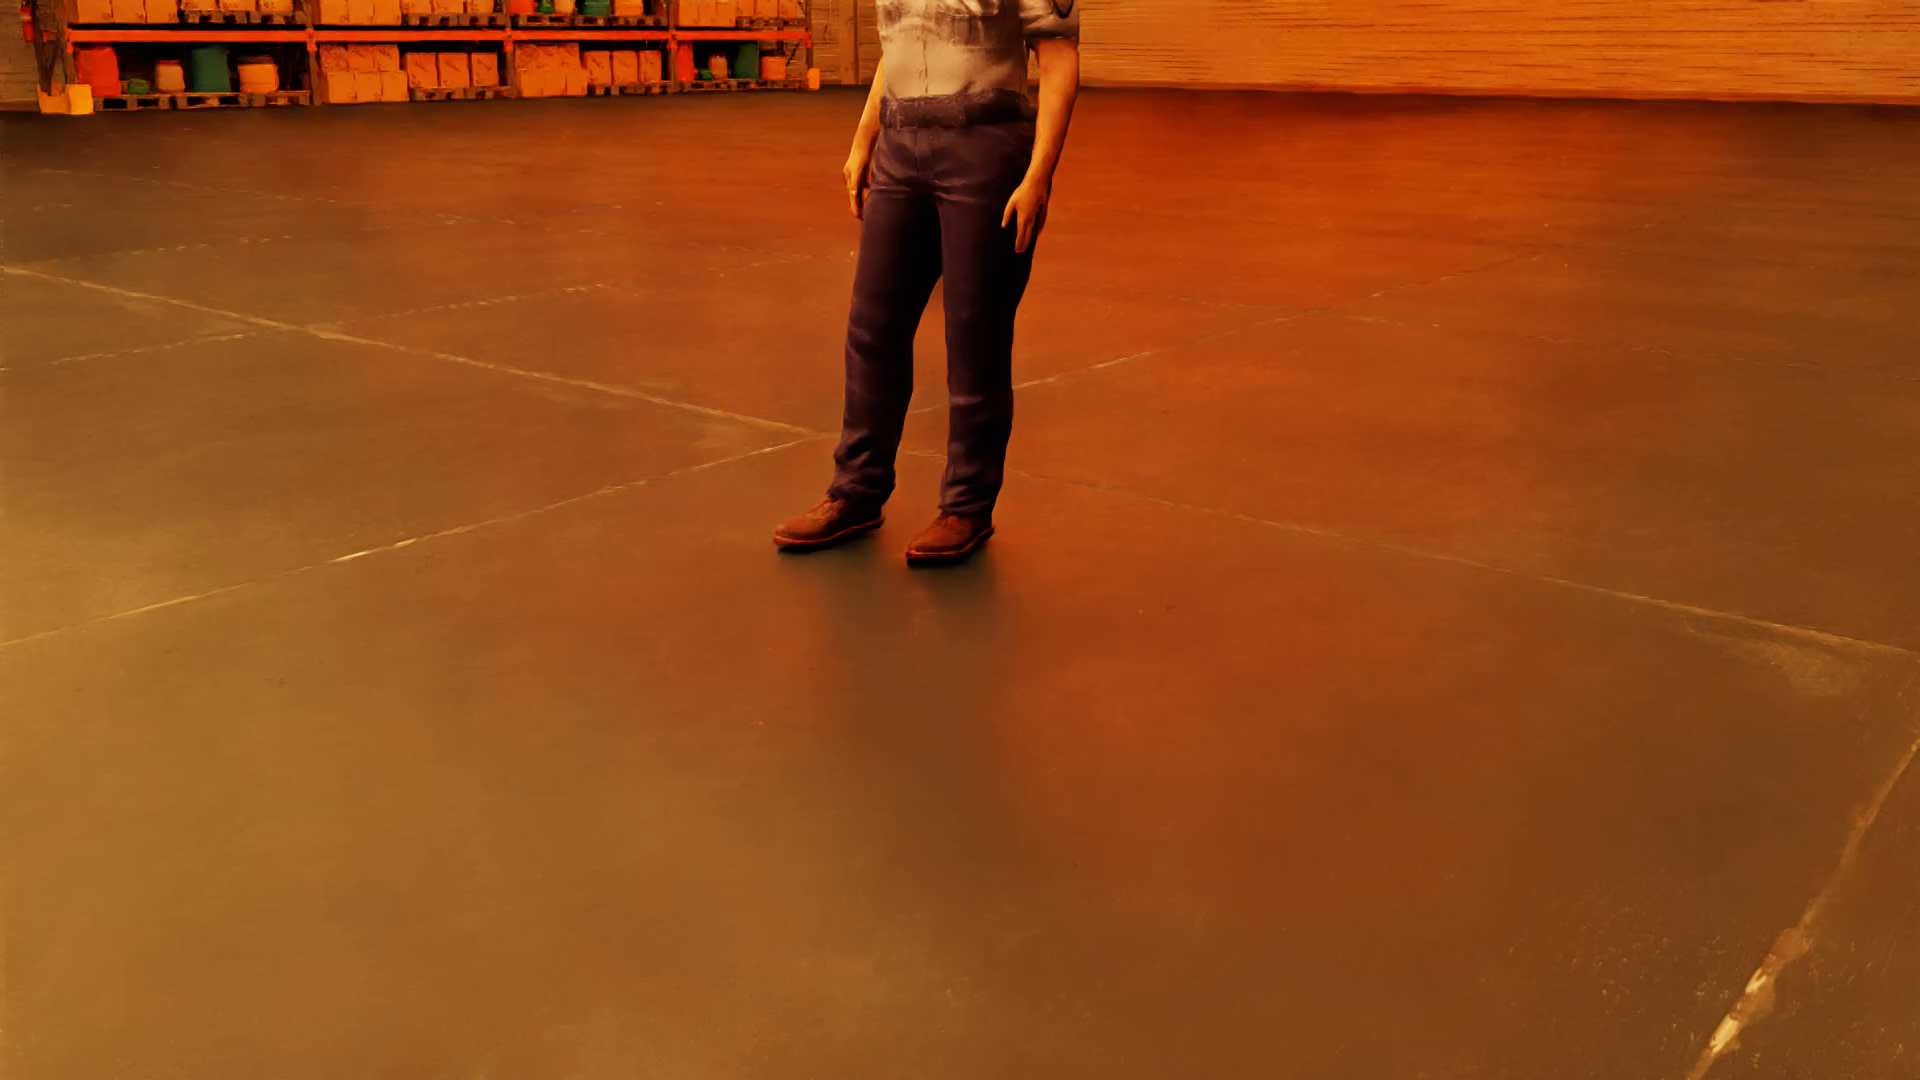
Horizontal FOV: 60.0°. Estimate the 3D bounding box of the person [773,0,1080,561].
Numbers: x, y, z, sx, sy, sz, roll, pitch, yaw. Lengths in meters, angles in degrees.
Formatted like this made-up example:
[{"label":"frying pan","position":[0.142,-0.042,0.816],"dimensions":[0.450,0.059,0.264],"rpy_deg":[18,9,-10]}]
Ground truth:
[{"label":"person","position":[-0.075,-0.774,3.649],"dimensions":[0.599,1.640,0.501],"rpy_deg":[13,21,37]}]
